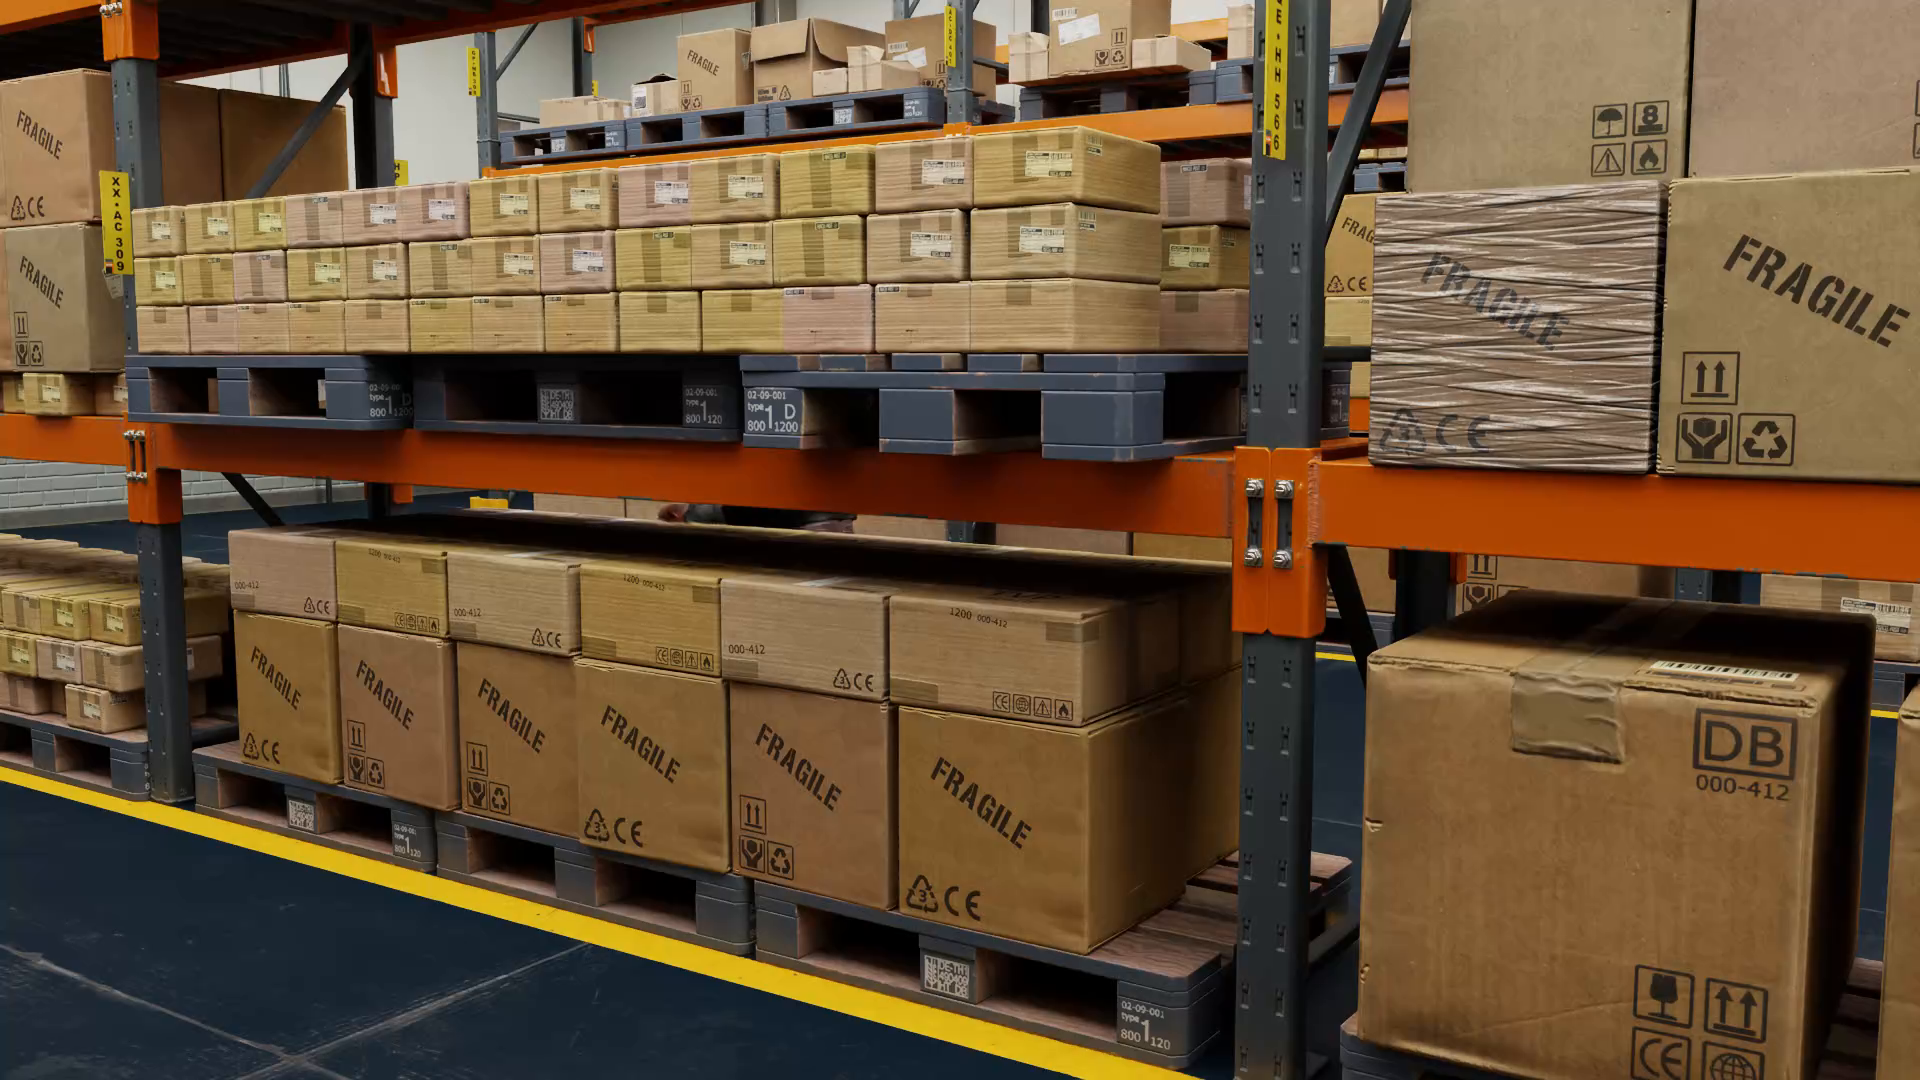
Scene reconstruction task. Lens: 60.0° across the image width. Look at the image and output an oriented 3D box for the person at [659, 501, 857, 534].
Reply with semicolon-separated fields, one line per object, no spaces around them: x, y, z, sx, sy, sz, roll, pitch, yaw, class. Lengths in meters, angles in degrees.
-0.897;0.193;7.137;0.957;1.065;0.475;4;7;31;person
